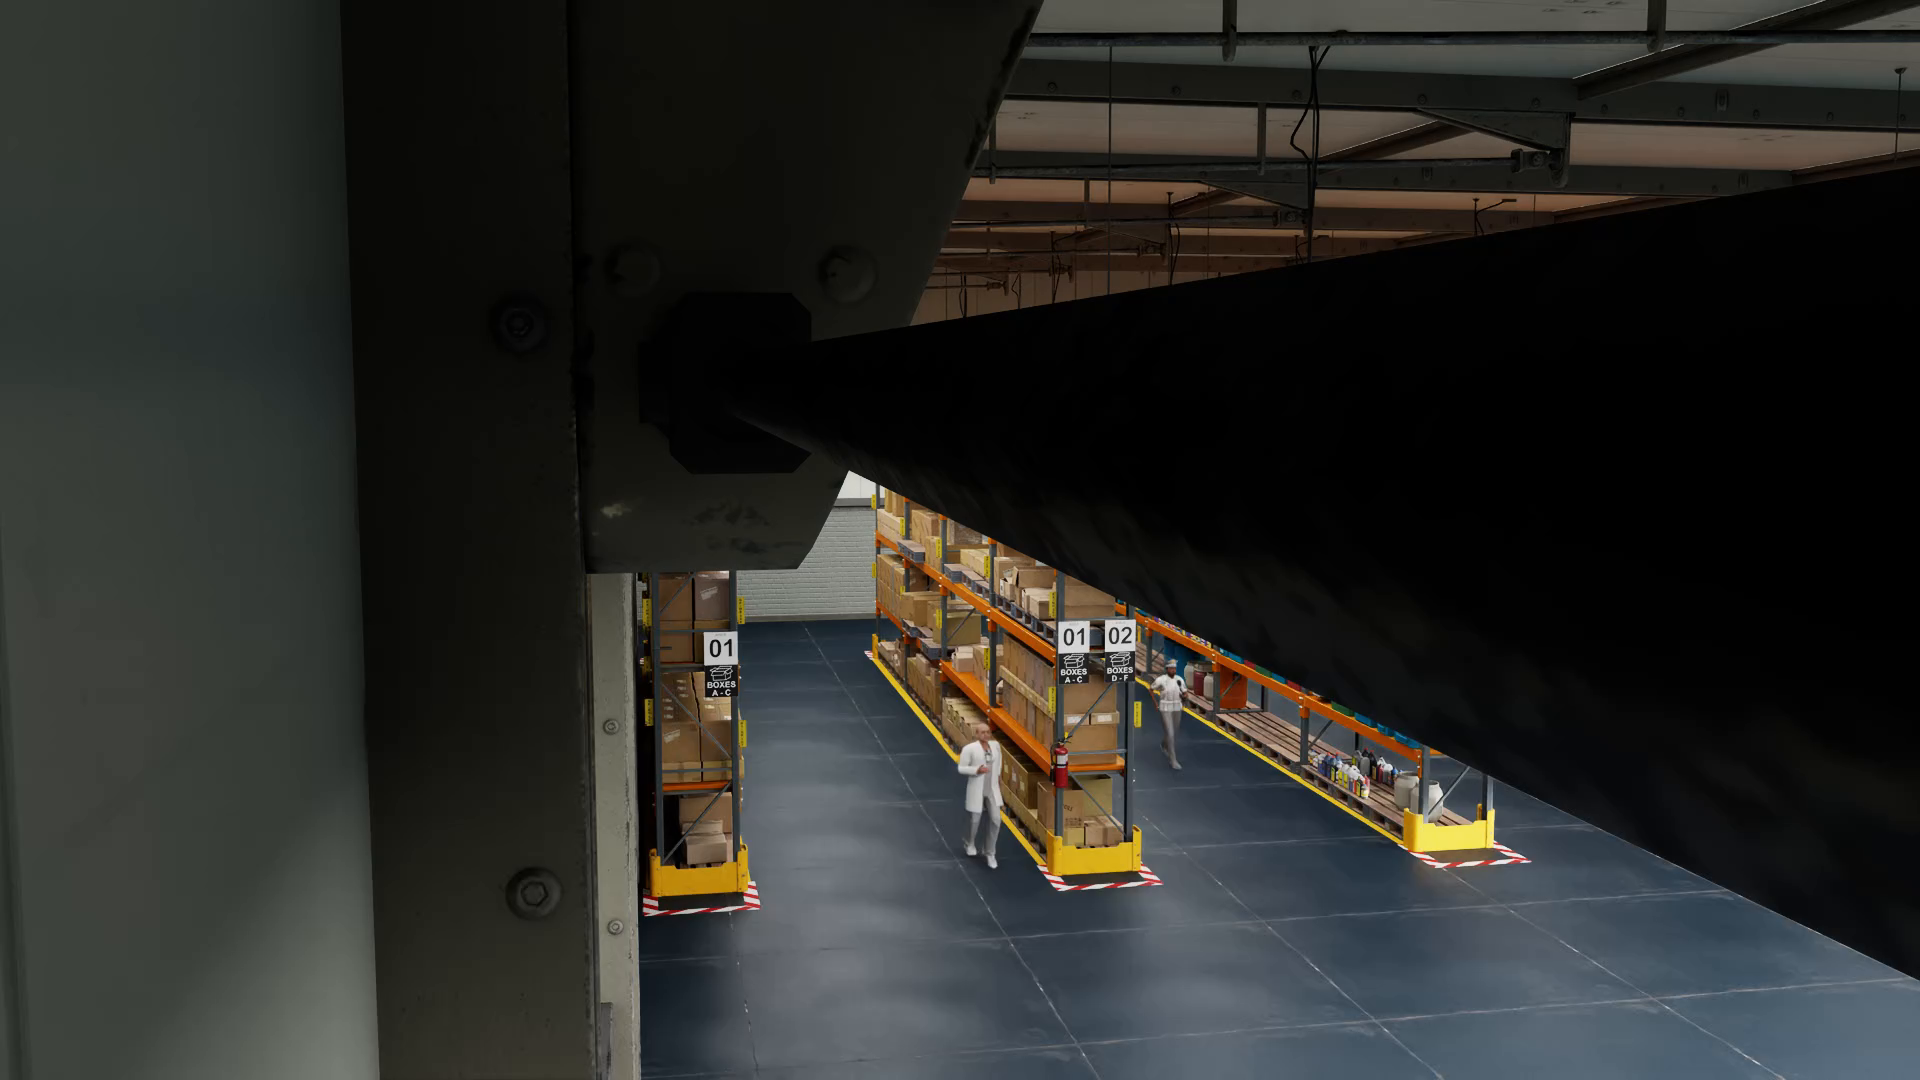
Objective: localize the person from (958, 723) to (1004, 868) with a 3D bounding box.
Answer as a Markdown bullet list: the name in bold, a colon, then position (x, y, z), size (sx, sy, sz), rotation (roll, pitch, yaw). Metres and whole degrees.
- **person**: position (0.286, 3.268, 21.378), size (0.696, 1.850, 0.801), rotation (-2, 6, -20)

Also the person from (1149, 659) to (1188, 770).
- **person**: position (3.362, 2.735, 26.598), size (0.572, 1.694, 0.935), rotation (-2, 6, -19)
